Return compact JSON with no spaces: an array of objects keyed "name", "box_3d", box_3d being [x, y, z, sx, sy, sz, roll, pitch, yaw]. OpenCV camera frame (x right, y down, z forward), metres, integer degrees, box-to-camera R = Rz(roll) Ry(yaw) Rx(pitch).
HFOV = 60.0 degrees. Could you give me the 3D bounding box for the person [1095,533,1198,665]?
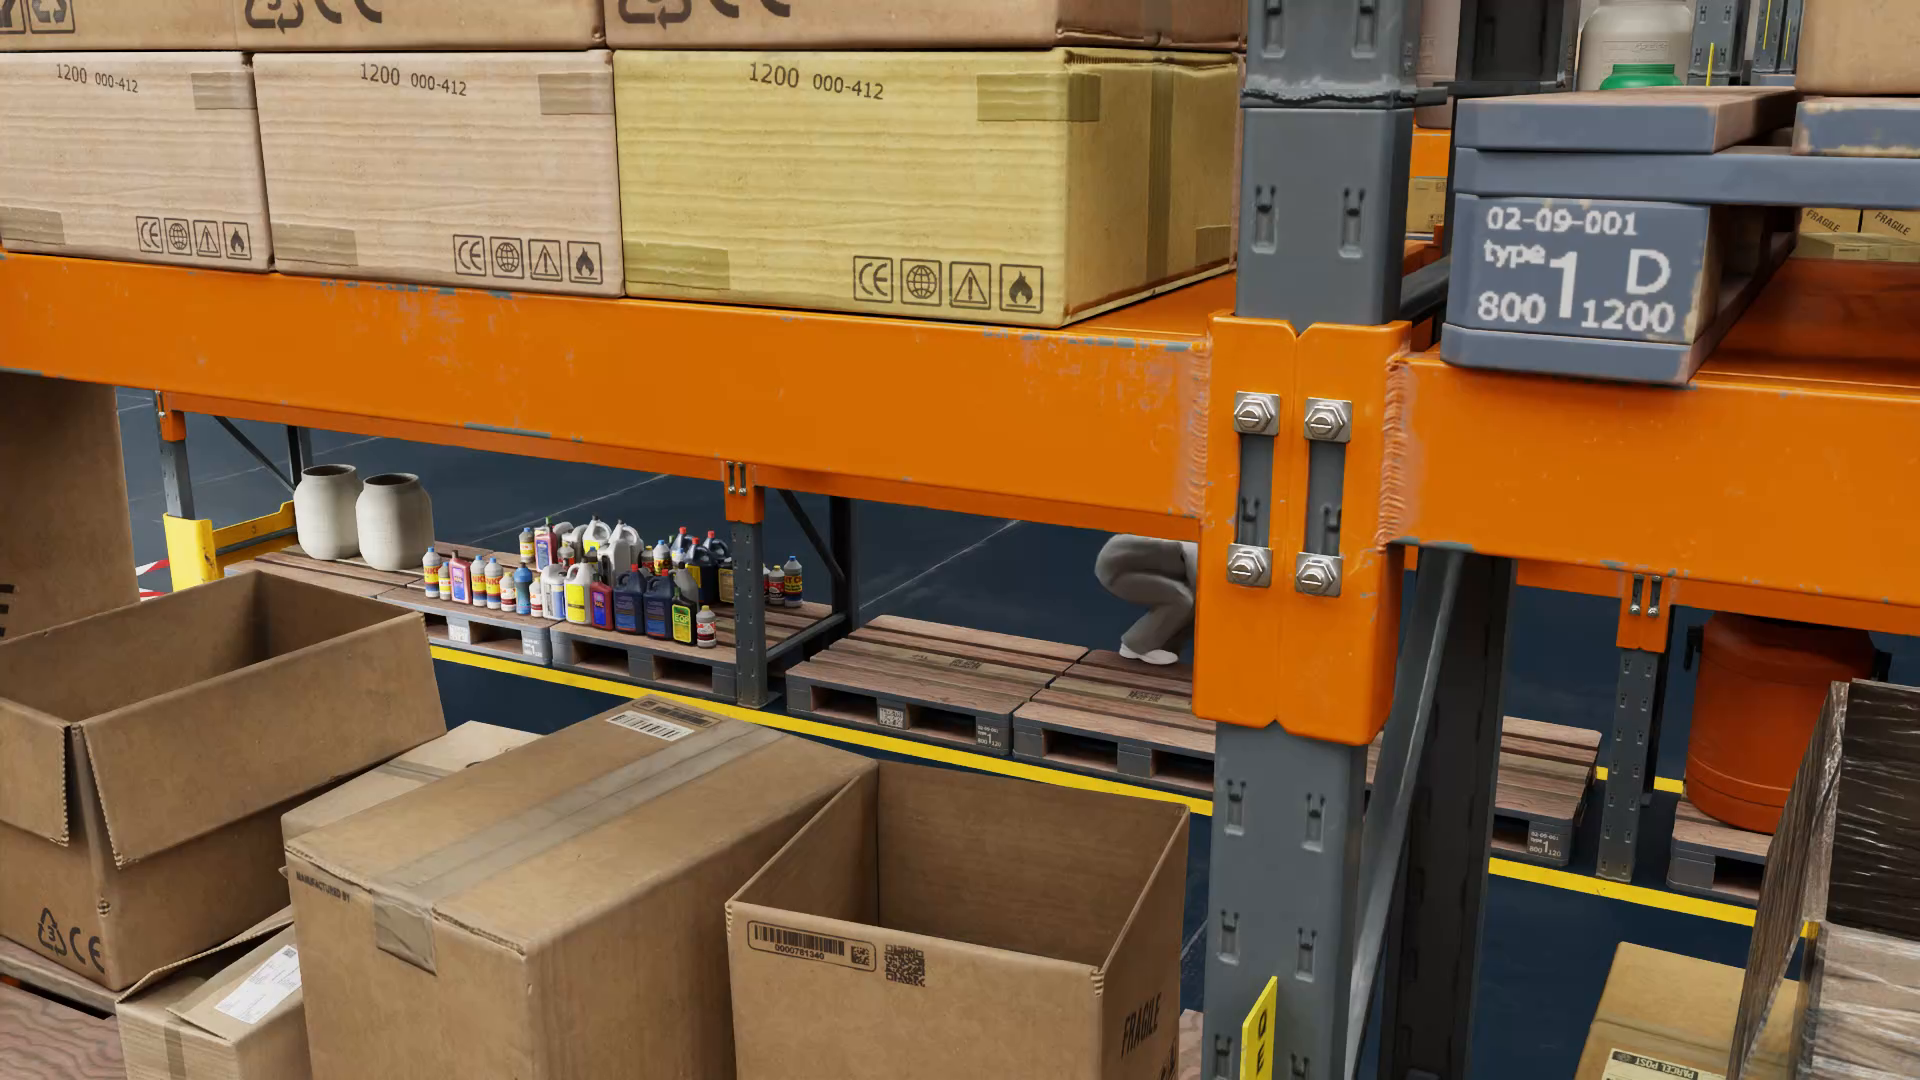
[{"name":"person","box_3d":[1.082,0.326,8.212,0.856,0.953,0.484,7,17,23]}]
